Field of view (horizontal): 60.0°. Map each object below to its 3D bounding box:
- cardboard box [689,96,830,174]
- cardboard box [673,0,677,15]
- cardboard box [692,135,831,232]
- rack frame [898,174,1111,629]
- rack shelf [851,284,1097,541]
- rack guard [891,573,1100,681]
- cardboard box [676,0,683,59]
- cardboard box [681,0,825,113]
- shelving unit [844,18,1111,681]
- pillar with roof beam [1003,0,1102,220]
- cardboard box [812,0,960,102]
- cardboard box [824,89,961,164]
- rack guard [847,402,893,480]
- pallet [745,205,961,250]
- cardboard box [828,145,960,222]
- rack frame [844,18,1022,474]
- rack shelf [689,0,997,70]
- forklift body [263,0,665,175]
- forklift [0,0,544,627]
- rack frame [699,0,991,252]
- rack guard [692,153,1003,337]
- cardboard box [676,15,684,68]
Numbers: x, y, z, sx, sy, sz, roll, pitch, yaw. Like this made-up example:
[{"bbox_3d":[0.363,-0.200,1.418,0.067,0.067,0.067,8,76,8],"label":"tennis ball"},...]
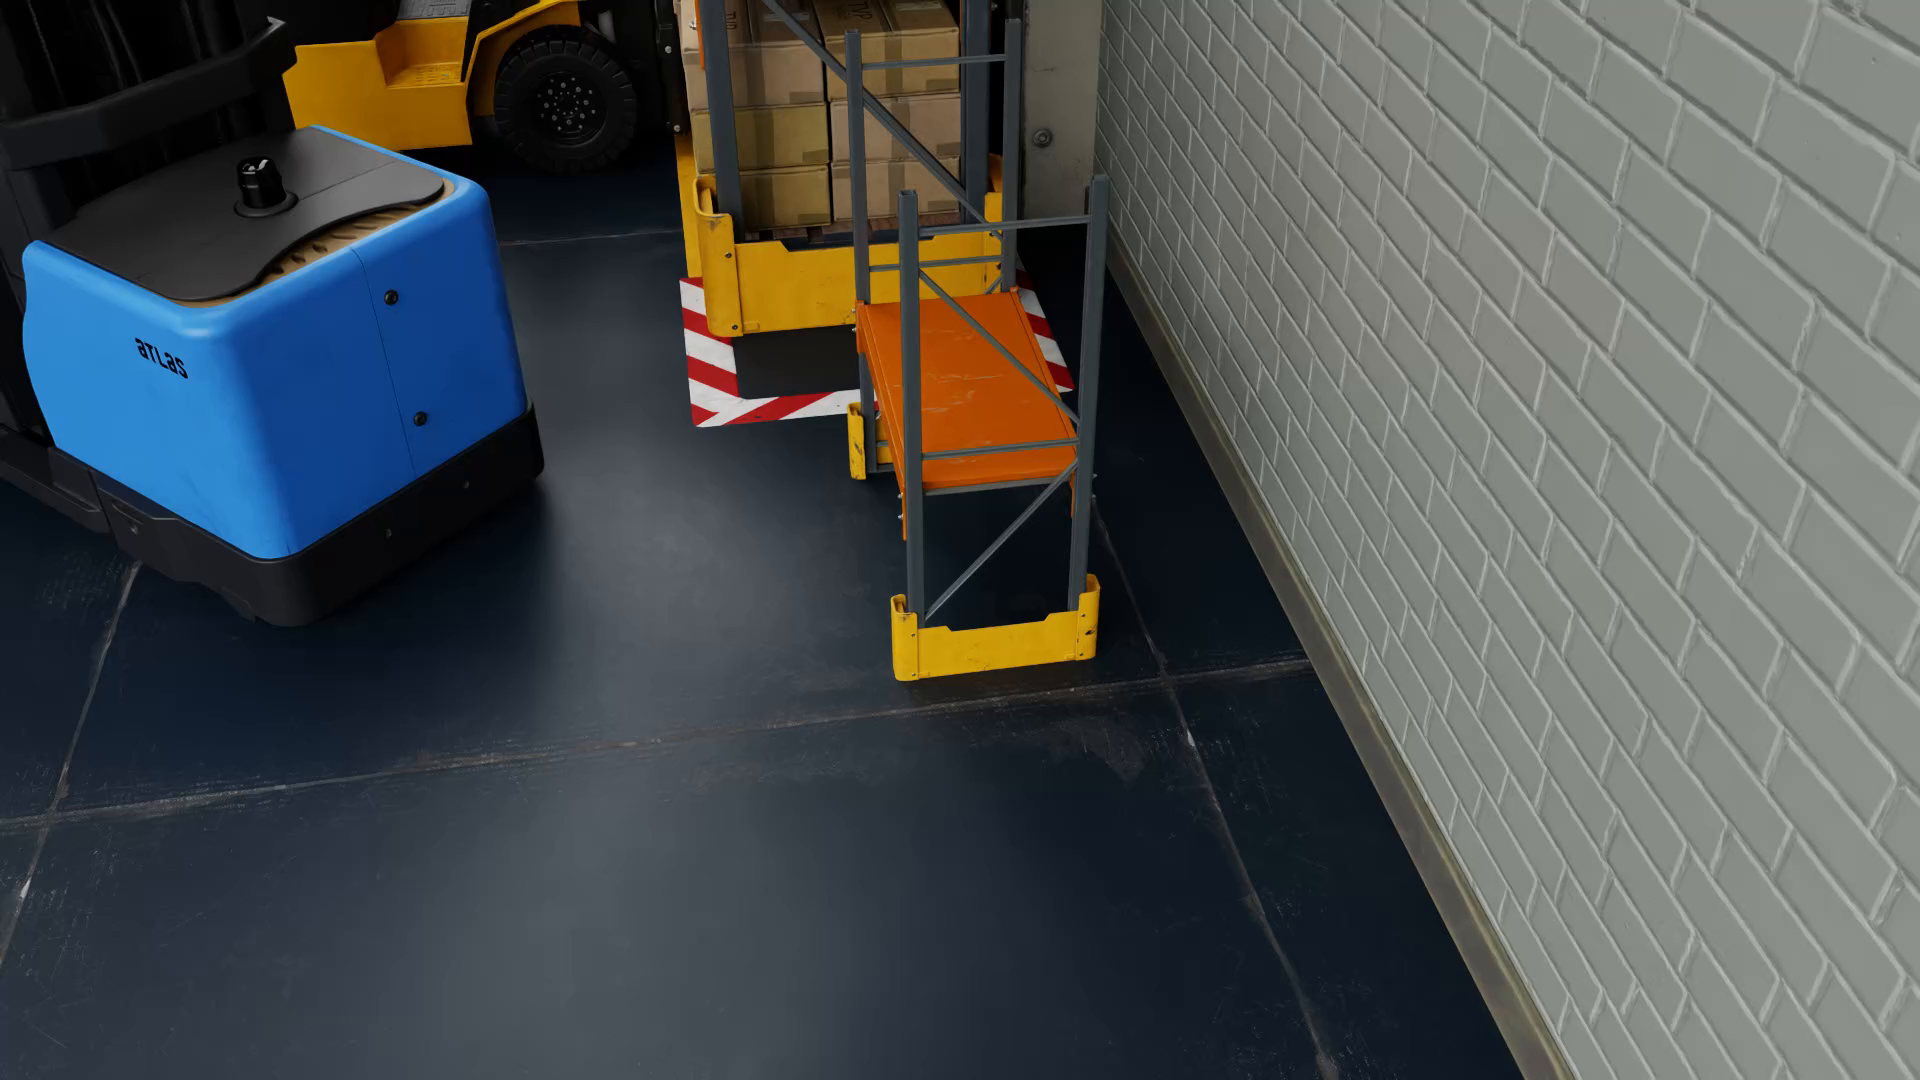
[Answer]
[{"bbox_3d":[-0.788,-1.657,6.429,0.500,0.250,0.500,-7,38,-9],"label":"cardboard box"},{"bbox_3d":[-0.977,-2.450,7.042,0.500,0.250,0.500,-6,38,-7],"label":"cardboard box"},{"bbox_3d":[-0.789,-1.449,6.568,0.500,0.250,0.500,-6,38,-8],"label":"cardboard box"},{"bbox_3d":[0.104,-0.234,4.328,0.500,1.500,0.032,-6,38,-8],"label":"rack frame"},{"bbox_3d":[0.015,-0.399,4.834,0.538,0.185,1.000,-6,38,-8],"label":"rack shelf"},{"bbox_3d":[0.101,0.248,4.727,0.587,0.250,0.087,-6,38,-8],"label":"rack guard"},{"bbox_3d":[-0.878,-2.146,6.651,0.500,0.250,0.500,-6,38,-7],"label":"cardboard box"},{"bbox_3d":[-0.783,-1.838,6.255,0.500,0.250,0.500,-5,38,-6],"label":"cardboard box"},{"bbox_3d":[0.013,-0.546,4.731,0.587,1.500,1.083,-6,38,-8],"label":"shelving unit"},{"bbox_3d":[-3.868,-4.542,3.762,9.100,9.000,0.400,-6,38,-8],"label":"pillar with roof beam"},{"bbox_3d":[-0.293,-1.904,6.340,0.500,0.250,0.500,-7,38,-9],"label":"cardboard box"},{"bbox_3d":[-0.273,-1.702,6.488,0.500,0.250,0.500,-6,38,-7],"label":"cardboard box"},{"bbox_3d":[-0.074,-0.353,5.501,0.587,0.250,0.087,-6,38,-8],"label":"rack guard"},{"bbox_3d":[-0.571,-1.475,6.976,1.003,0.211,1.213,-6,38,-8],"label":"pallet"},{"bbox_3d":[-0.289,-1.516,6.656,0.500,0.250,0.500,-6,38,-8],"label":"cardboard box"},{"bbox_3d":[-0.074,-0.848,5.119,0.500,1.500,0.032,-6,38,-8],"label":"rack frame"},{"bbox_3d":[-0.746,-3.043,7.308,1.077,0.370,4.000,-6,38,-8],"label":"rack shelf"},{"bbox_3d":[-2.524,-2.733,7.014,2.313,2.155,1.214,-6,38,-8],"label":"forklift body"},{"bbox_3d":[-2.862,-1.615,4.940,3.031,2.935,1.130,23,43,27],"label":"forklift"},{"bbox_3d":[-0.395,-2.119,5.532,1.000,3.000,0.127,-6,38,-8],"label":"rack frame"},{"bbox_3d":[-0.391,-1.117,6.280,1.175,0.500,0.348,-6,38,-8],"label":"rack guard"},{"bbox_3d":[-0.977,-2.270,7.219,0.500,0.250,0.500,-7,38,-9],"label":"cardboard box"}]
